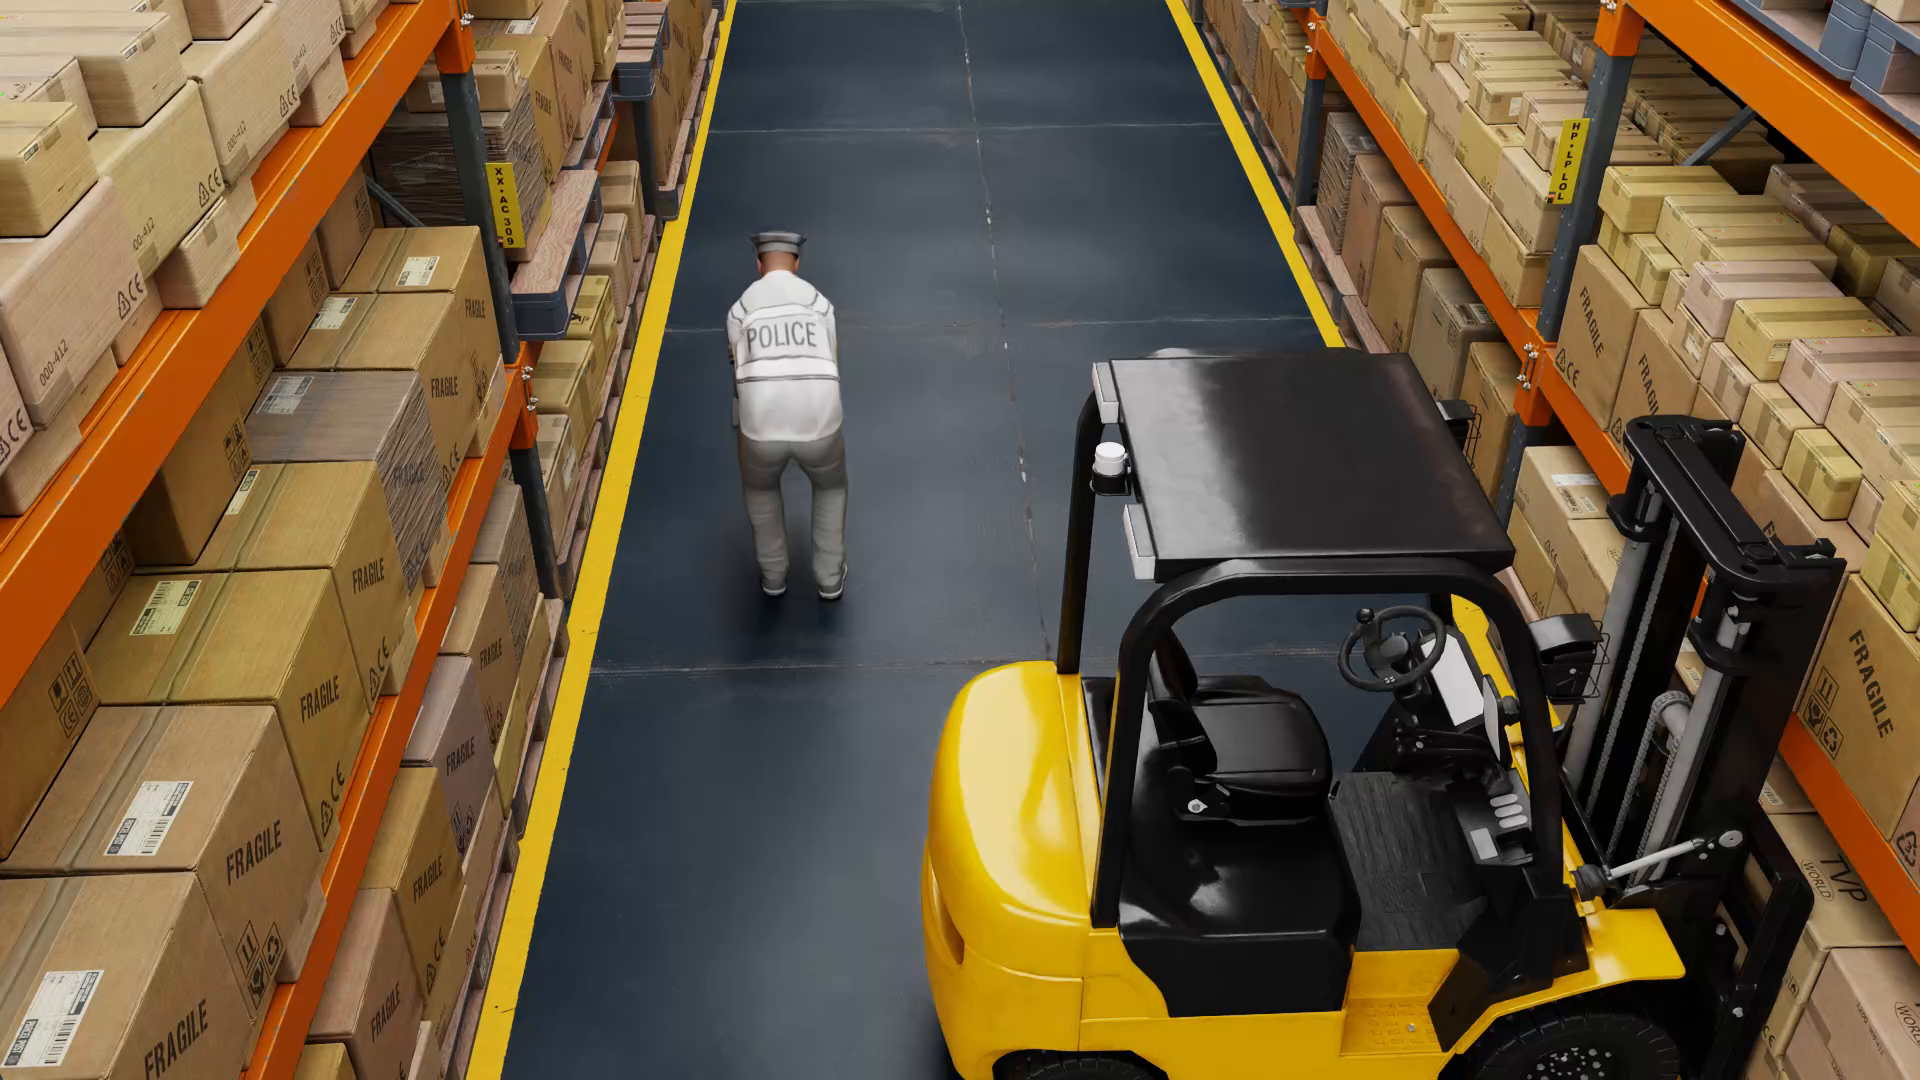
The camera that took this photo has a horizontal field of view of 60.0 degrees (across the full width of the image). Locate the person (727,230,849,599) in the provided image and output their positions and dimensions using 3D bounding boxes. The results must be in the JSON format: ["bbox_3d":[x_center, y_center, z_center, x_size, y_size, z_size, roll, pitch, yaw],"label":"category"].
[{"bbox_3d":[-0.730,-0.523,7.136,0.478,1.471,0.914,-3,35,-4],"label":"person"}]
